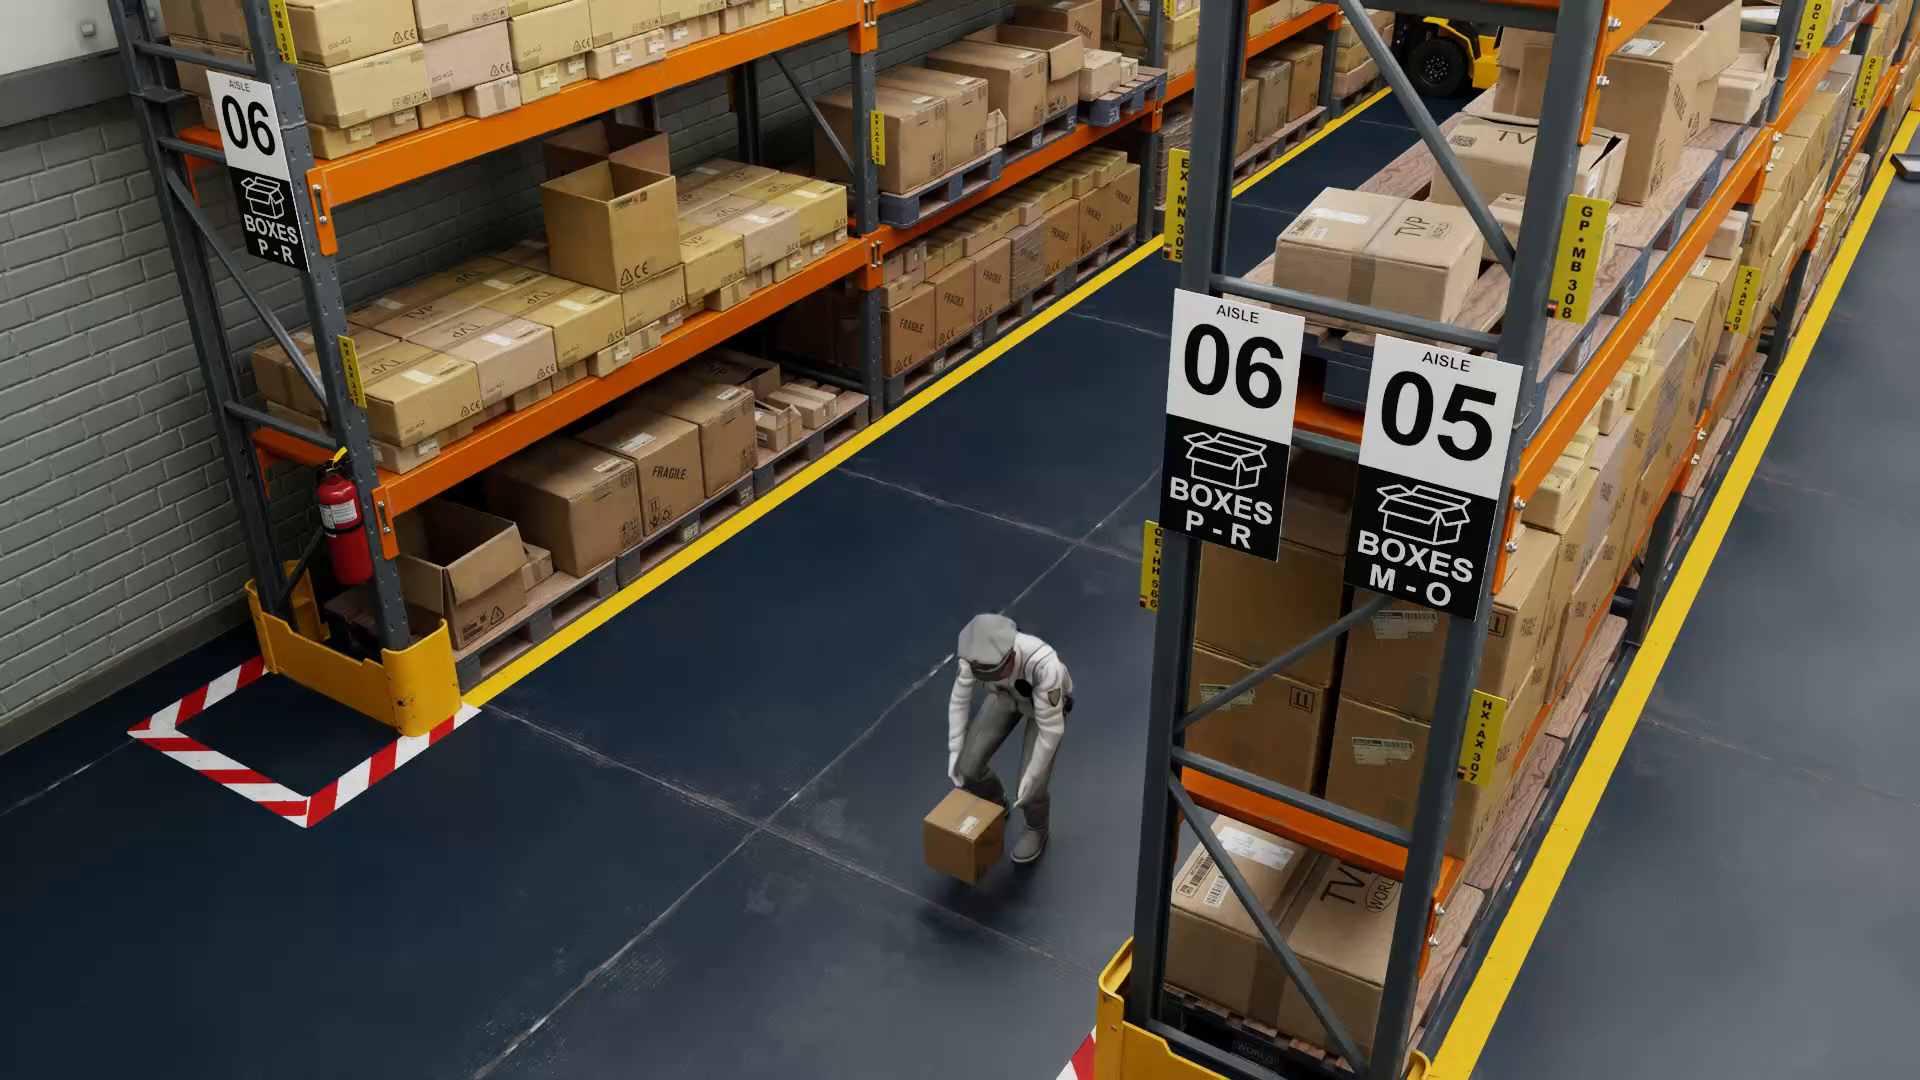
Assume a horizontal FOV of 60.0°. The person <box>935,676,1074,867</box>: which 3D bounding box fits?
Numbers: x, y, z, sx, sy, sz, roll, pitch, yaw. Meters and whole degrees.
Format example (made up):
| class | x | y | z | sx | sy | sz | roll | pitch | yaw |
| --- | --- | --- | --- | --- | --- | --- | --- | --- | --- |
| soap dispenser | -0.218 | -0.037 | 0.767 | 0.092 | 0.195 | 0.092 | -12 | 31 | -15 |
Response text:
| class | x | y | z | sx | sy | sz | roll | pitch | yaw |
| --- | --- | --- | --- | --- | --- | --- | --- | --- | --- |
| person | 0.216 | 0.936 | 7.205 | 0.502 | 1.054 | 0.817 | 16 | 34 | 26 |
